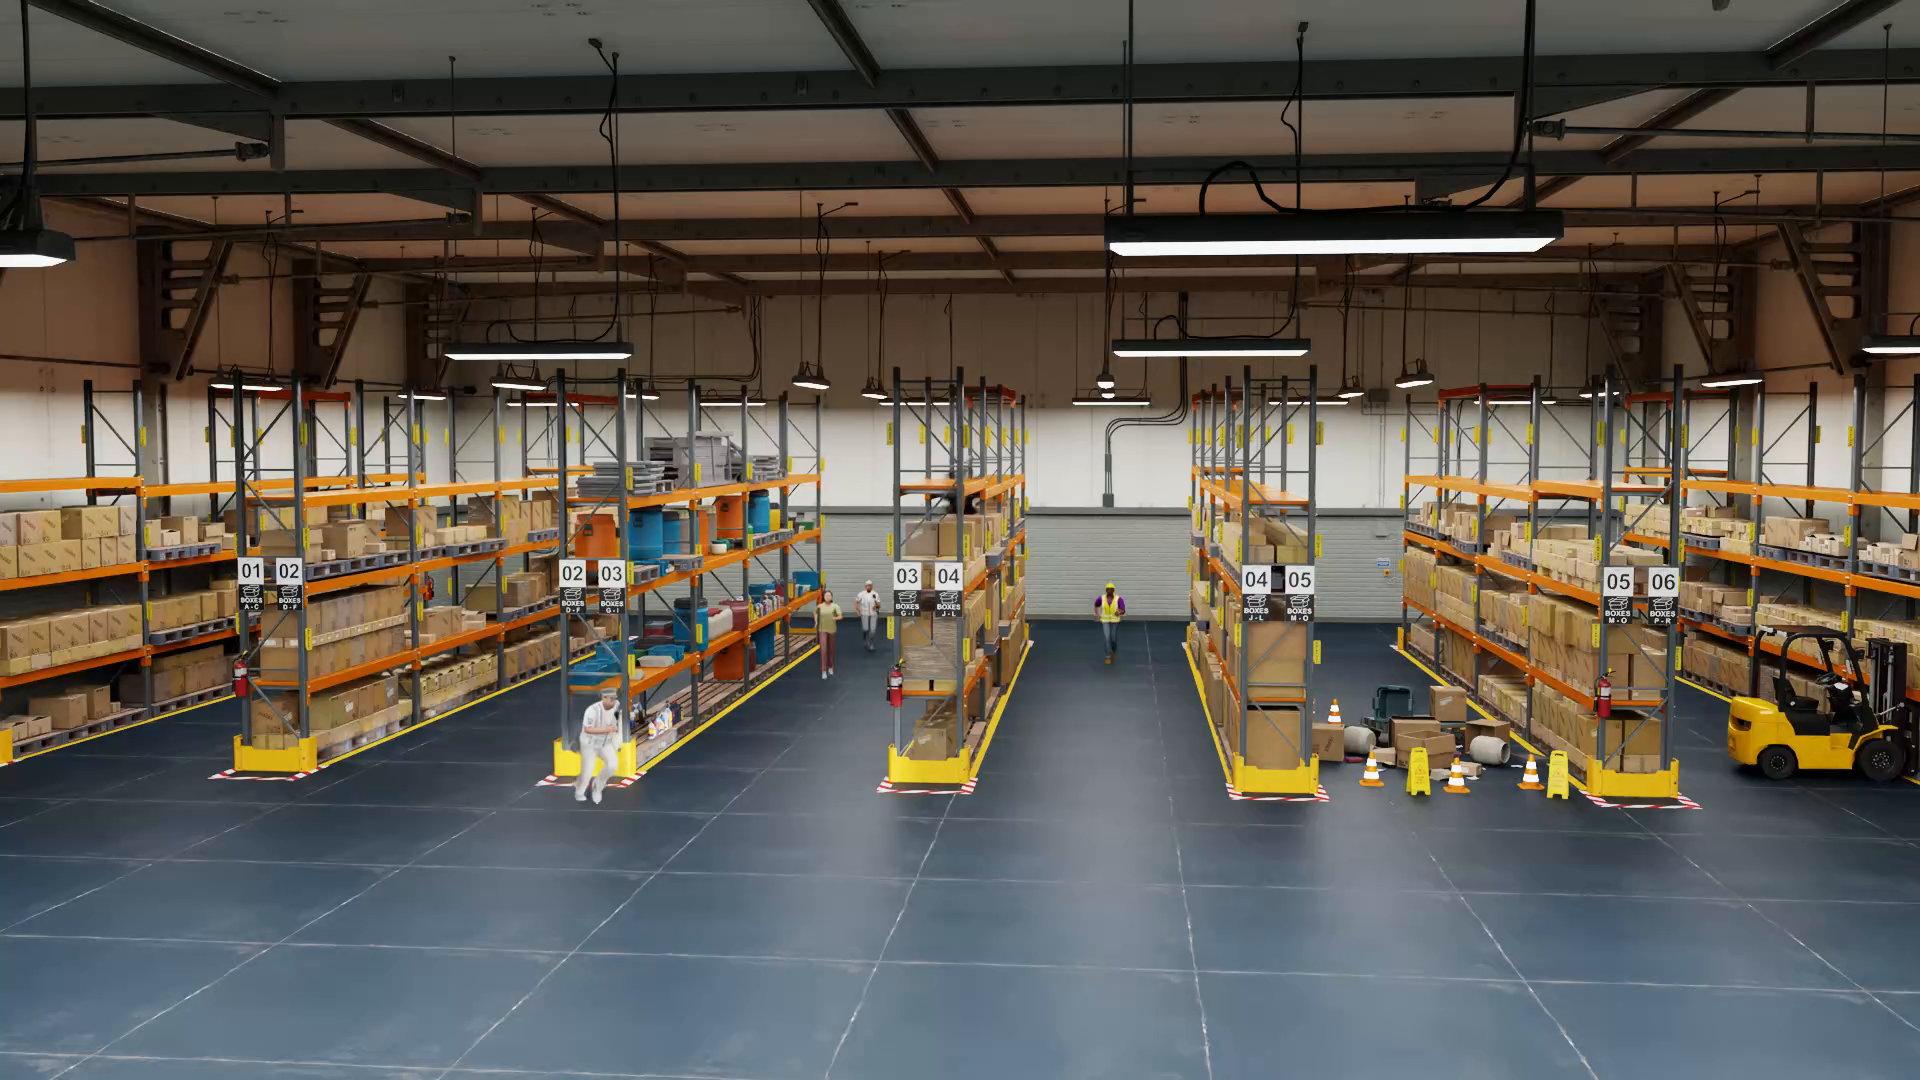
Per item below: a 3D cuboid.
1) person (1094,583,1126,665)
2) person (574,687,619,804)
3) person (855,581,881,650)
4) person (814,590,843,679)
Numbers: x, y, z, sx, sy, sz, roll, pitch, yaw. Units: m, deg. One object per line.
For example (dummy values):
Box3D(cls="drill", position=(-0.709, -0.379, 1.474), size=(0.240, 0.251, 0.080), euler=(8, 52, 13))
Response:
Box3D(cls="person", position=(3.313, 1.831, 36.768), size=(0.698, 1.775, 0.853), euler=(0, 4, 5))
Box3D(cls="person", position=(-4.878, 2.783, 22.595), size=(0.965, 1.637, 0.693), euler=(3, 5, 41))
Box3D(cls="person", position=(-2.140, 1.767, 38.957), size=(0.602, 1.625, 0.573), euler=(-1, 4, -11))
Box3D(cls="person", position=(-2.582, 1.825, 32.551), size=(0.568, 1.689, 0.874), euler=(0, 4, -4))
